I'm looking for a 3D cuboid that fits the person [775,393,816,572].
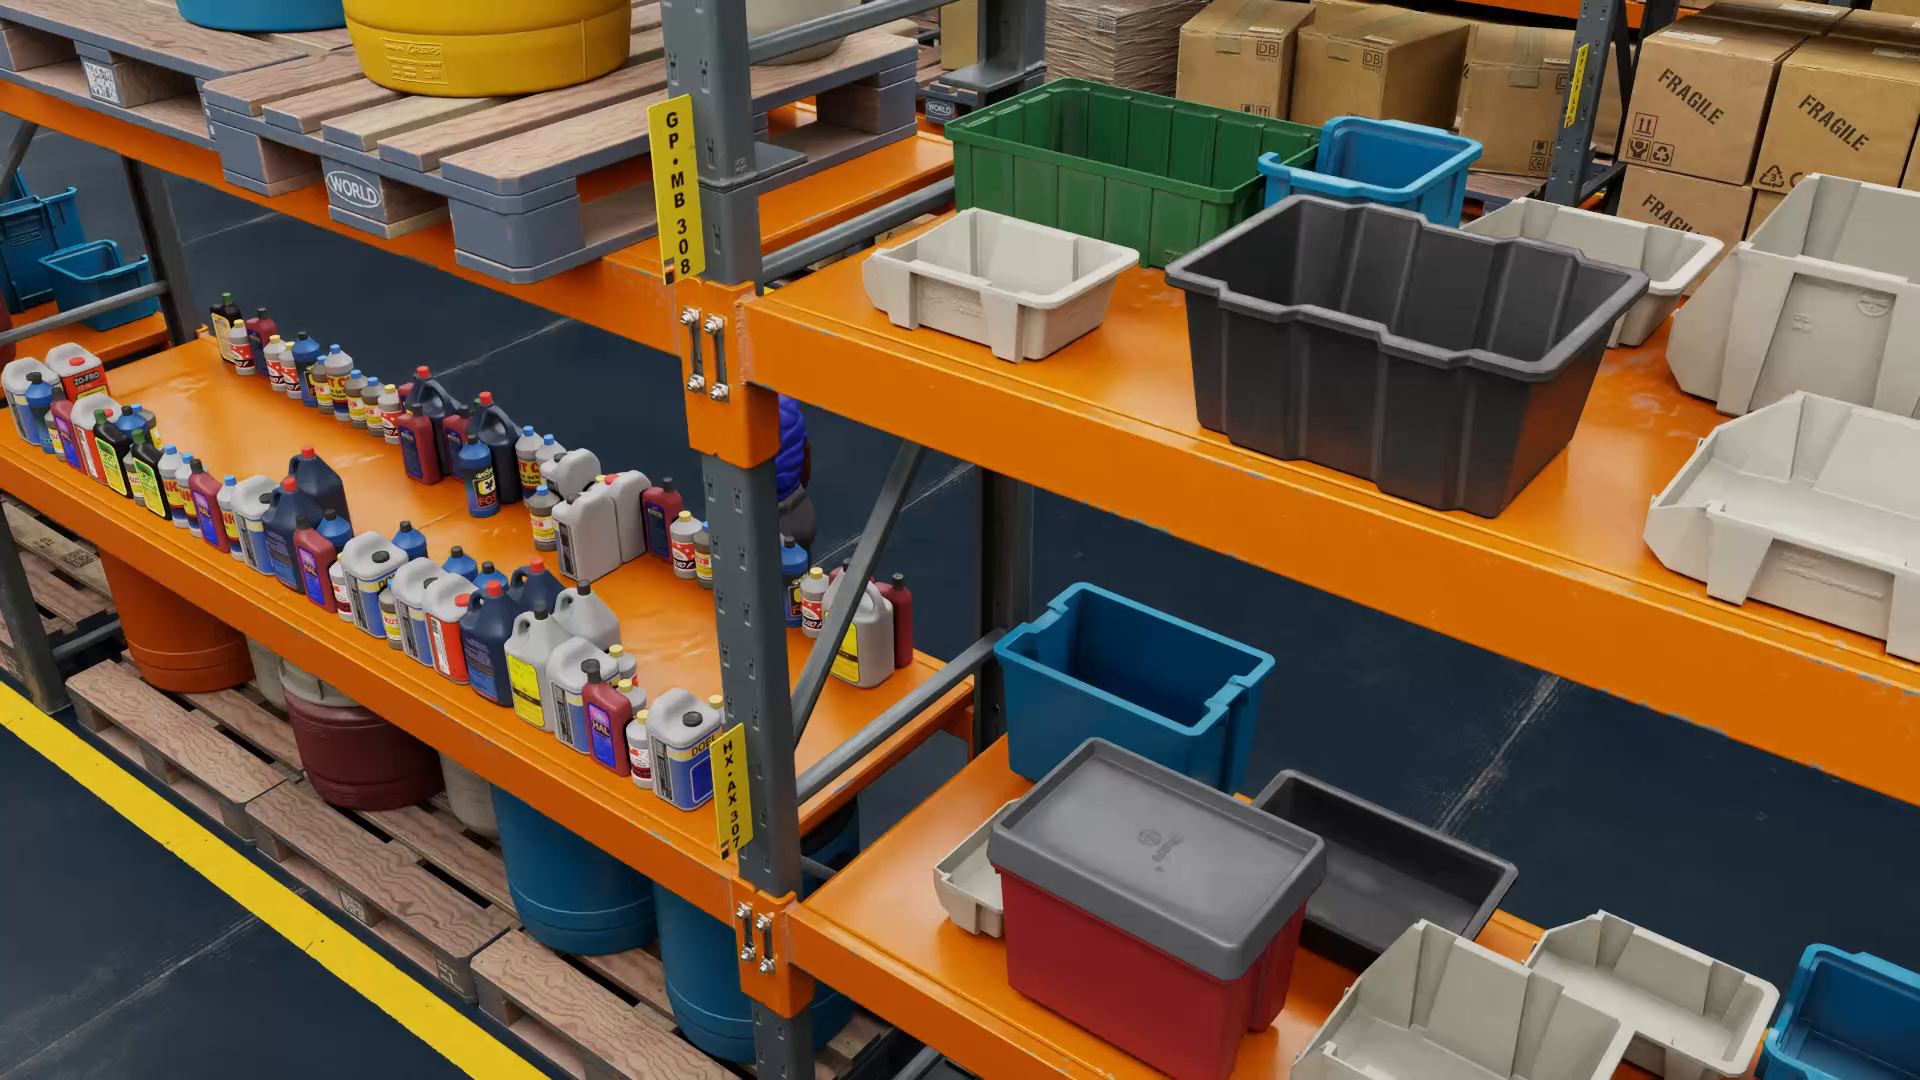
[{"bbox_3d":[-0.758,-0.058,6.236,0.402,1.653,0.523,19,36,28],"label":"person"}]
